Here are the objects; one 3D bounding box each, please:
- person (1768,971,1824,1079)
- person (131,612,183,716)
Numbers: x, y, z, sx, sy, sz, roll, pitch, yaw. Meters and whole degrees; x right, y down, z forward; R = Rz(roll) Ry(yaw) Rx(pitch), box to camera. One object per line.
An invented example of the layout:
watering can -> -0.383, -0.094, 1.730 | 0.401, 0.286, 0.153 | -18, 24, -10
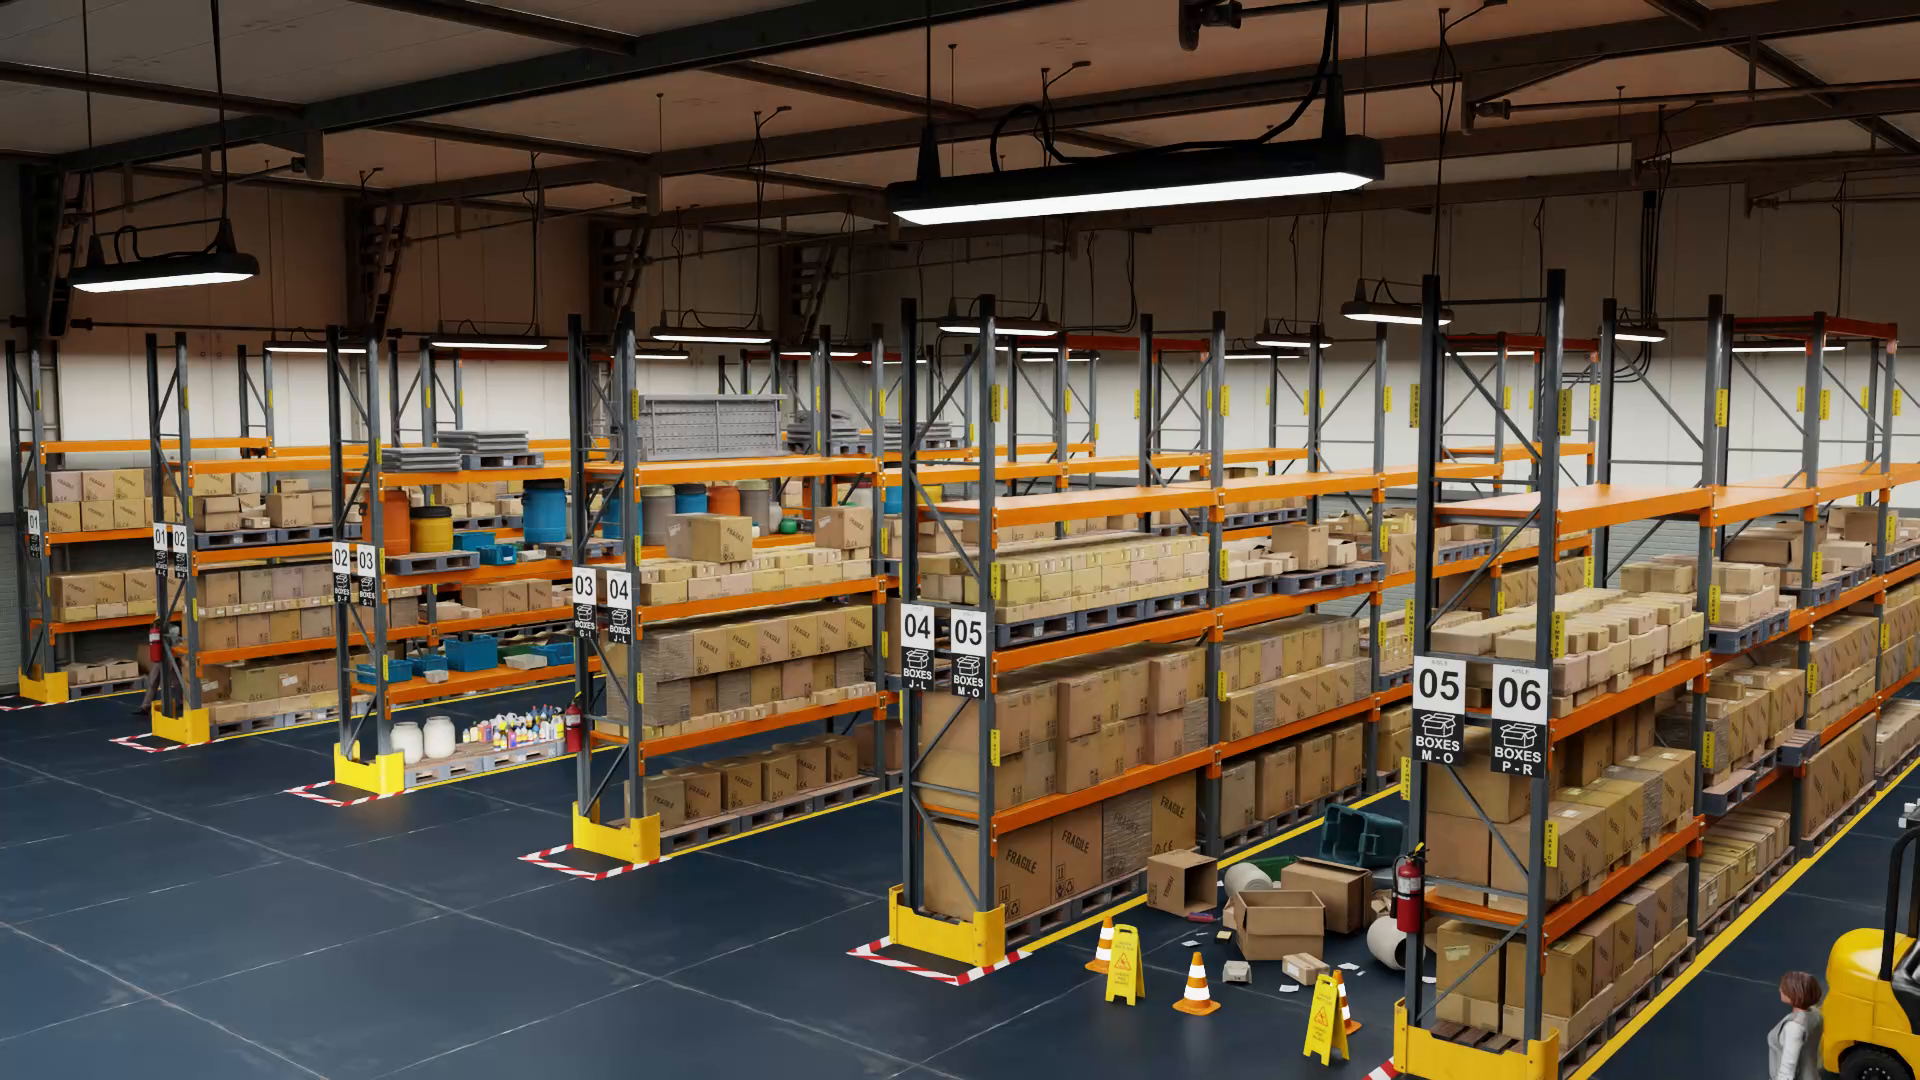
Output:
person -> 5.142, 3.430, 10.245 | 0.432, 1.593, 0.427 | 3, 6, 31
person -> -12.640, 1.935, 26.377 | 0.555, 1.661, 1.053 | 1, 5, 7
